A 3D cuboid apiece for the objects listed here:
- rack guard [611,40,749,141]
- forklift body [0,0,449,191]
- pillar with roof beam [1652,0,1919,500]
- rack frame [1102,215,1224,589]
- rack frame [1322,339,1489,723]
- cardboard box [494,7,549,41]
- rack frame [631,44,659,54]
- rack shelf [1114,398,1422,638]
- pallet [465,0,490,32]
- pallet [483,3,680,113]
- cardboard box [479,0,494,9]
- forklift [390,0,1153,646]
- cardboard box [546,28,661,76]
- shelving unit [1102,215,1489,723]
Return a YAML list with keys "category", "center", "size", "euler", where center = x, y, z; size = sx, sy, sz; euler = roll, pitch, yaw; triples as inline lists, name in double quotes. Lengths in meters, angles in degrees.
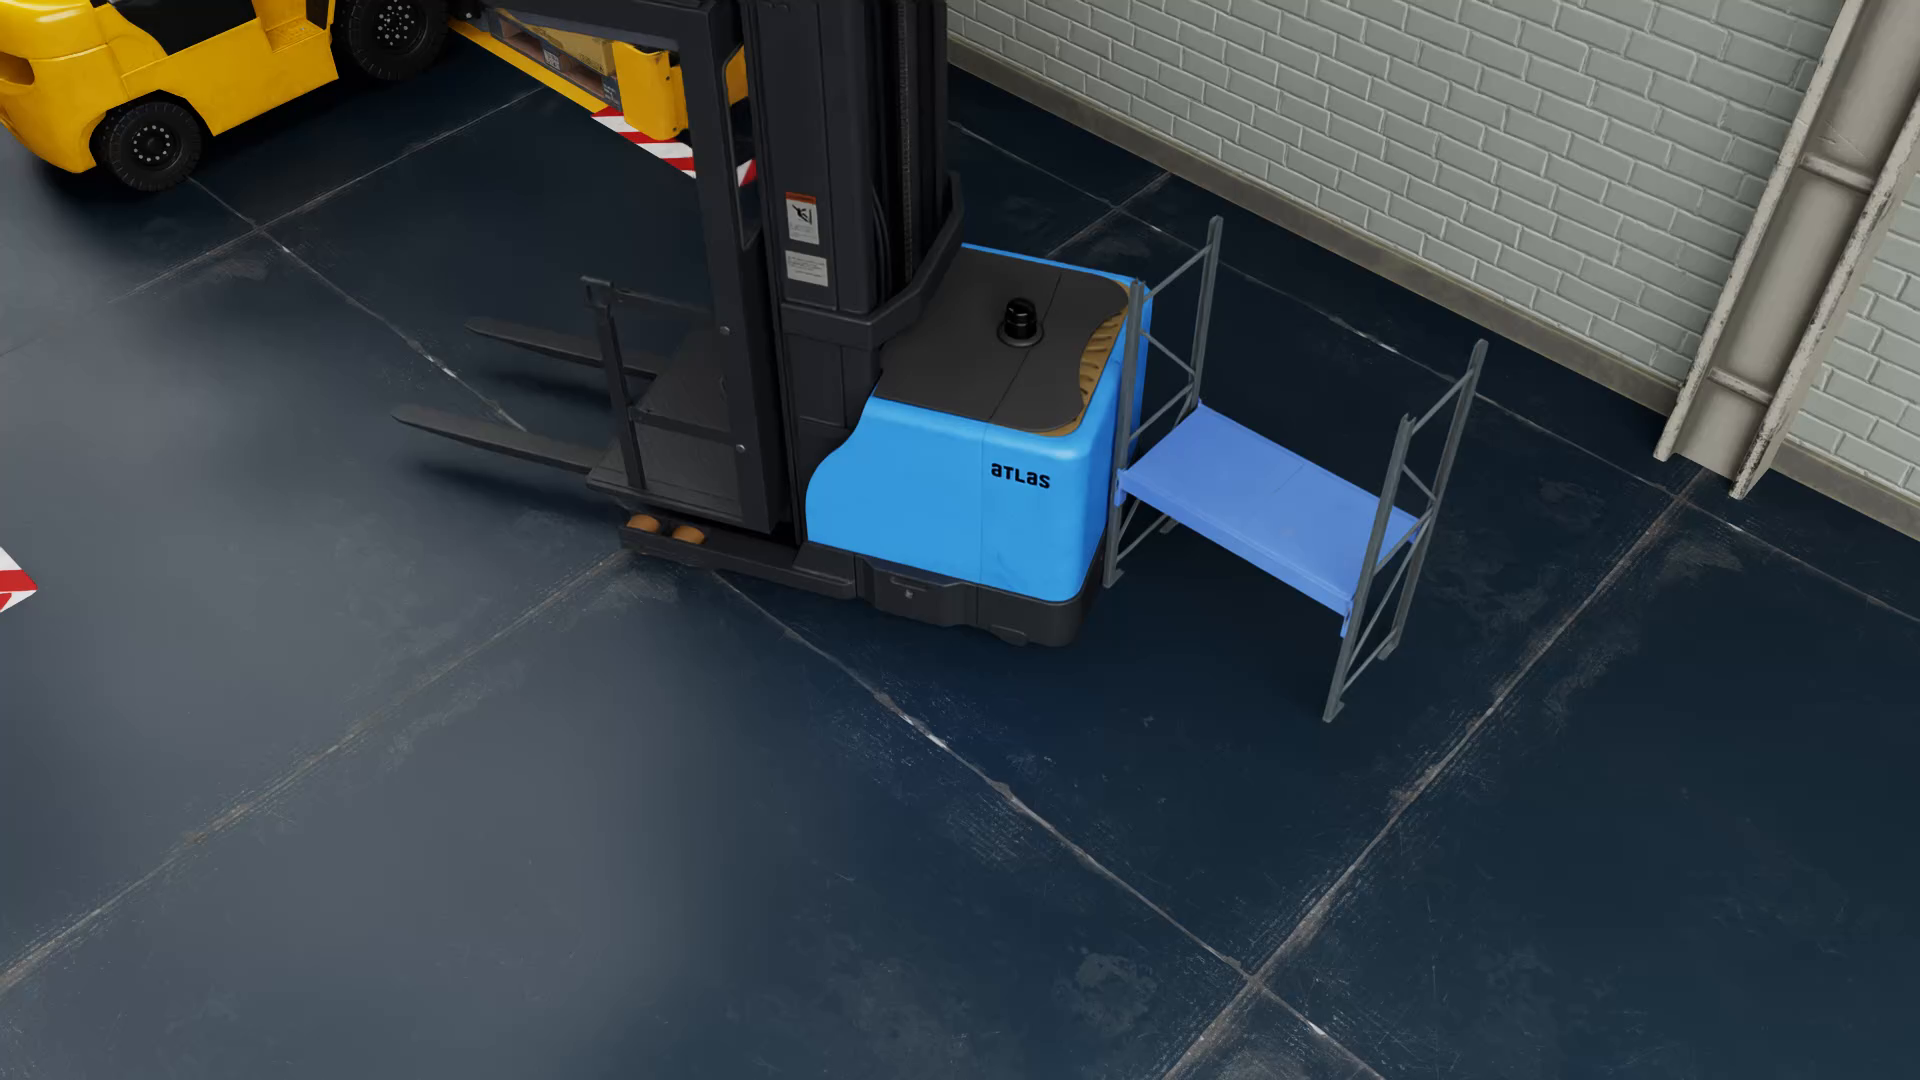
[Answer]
- category: "rack guard"
  center: [-1.292, -2.642, 8.888]
  size: [0.348, 0.500, 1.175]
  euler: [34, 55, 28]
- category: "forklift body"
  center: [-3.940, -3.180, 8.260]
  size: [1.214, 2.155, 2.313]
  euler: [34, 55, 28]
- category: "pillar with roof beam"
  center: [0.279, -1.117, 1.627]
  size: [0.400, 9.000, 9.100]
  euler: [34, 55, 28]
- category: "rack frame"
  center: [0.736, -0.466, 6.158]
  size: [0.032, 1.500, 0.500]
  euler: [32, 55, 26]
- category: "rack frame"
  center: [1.508, 0.017, 5.706]
  size: [0.032, 1.500, 0.500]
  euler: [32, 55, 26]
- category: "cardboard box"
  center: [-2.228, -3.026, 9.132]
  size: [0.500, 0.250, 0.500]
  euler: [34, 55, 28]
- category: "rack frame"
  center: [-1.310, -3.510, 7.988]
  size: [0.127, 3.000, 1.000]
  euler: [34, 55, 28]
- category: "rack shelf"
  center: [1.122, -0.101, 6.063]
  size: [1.000, 0.185, 0.538]
  euler: [32, 55, 26]
- category: "pallet"
  center: [-2.792, -3.514, 9.905]
  size: [1.213, 0.211, 1.003]
  euler: [34, 55, 28]
- category: "pallet"
  center: [-1.900, -2.911, 9.338]
  size: [1.213, 0.211, 1.003]
  euler: [34, 55, 28]
- category: "cardboard box"
  center: [-2.590, -3.279, 9.369]
  size: [0.500, 0.250, 0.500]
  euler: [35, 56, 28]
- category: "forklift"
  center: [-0.841, -1.249, 5.912]
  size: [3.031, 2.935, 1.130]
  euler: [14, 48, 13]
- category: "cardboard box"
  center: [-1.869, -2.775, 8.896]
  size: [0.500, 0.250, 0.500]
  euler: [34, 56, 28]
- category: "shelving unit"
  center: [1.122, -0.224, 5.932]
  size: [1.048, 1.500, 0.538]
  euler: [32, 55, 26]
